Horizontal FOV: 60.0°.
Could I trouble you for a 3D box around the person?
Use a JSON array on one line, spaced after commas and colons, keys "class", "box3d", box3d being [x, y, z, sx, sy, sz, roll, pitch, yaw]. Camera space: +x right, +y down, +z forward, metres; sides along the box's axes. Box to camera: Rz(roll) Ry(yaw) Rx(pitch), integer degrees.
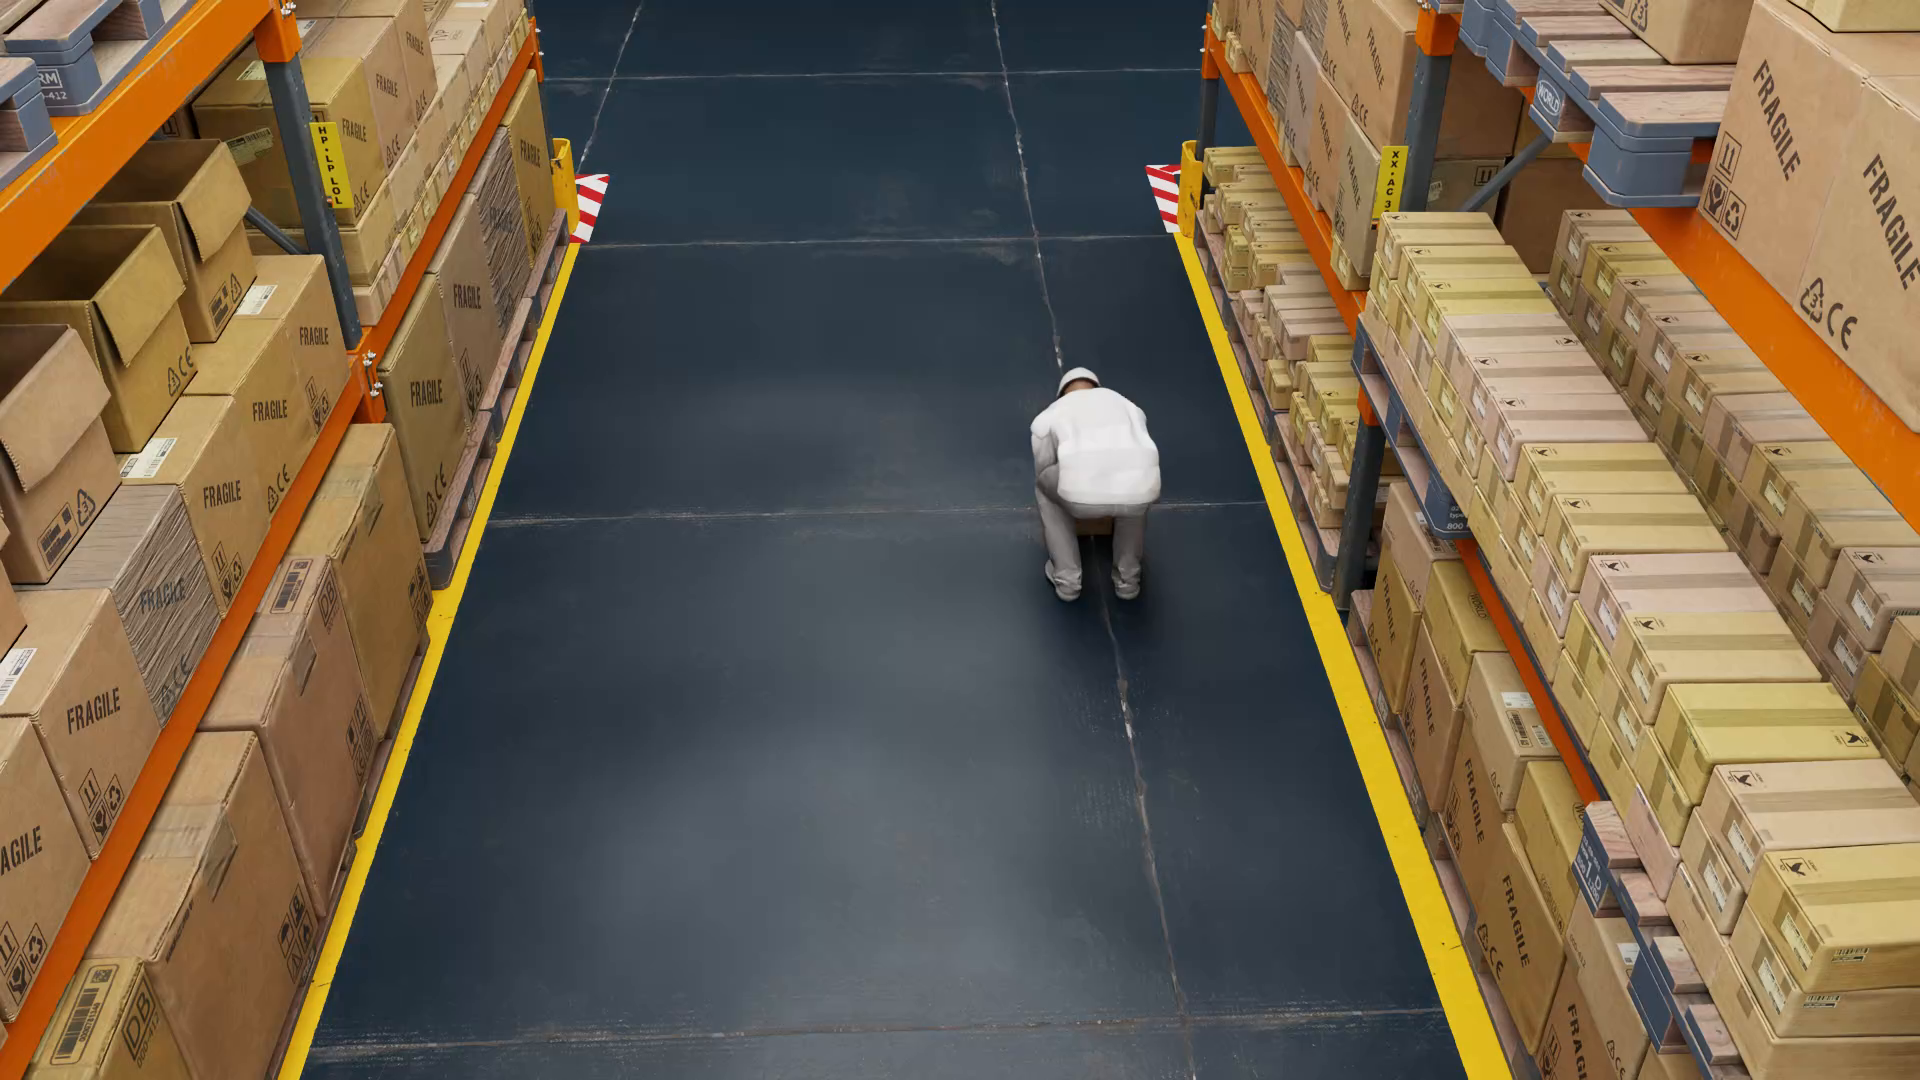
[{"class": "person", "box3d": [0.576, -0.249, 7.298, 0.517, 0.862, 0.980, -3, 35, -4]}]
